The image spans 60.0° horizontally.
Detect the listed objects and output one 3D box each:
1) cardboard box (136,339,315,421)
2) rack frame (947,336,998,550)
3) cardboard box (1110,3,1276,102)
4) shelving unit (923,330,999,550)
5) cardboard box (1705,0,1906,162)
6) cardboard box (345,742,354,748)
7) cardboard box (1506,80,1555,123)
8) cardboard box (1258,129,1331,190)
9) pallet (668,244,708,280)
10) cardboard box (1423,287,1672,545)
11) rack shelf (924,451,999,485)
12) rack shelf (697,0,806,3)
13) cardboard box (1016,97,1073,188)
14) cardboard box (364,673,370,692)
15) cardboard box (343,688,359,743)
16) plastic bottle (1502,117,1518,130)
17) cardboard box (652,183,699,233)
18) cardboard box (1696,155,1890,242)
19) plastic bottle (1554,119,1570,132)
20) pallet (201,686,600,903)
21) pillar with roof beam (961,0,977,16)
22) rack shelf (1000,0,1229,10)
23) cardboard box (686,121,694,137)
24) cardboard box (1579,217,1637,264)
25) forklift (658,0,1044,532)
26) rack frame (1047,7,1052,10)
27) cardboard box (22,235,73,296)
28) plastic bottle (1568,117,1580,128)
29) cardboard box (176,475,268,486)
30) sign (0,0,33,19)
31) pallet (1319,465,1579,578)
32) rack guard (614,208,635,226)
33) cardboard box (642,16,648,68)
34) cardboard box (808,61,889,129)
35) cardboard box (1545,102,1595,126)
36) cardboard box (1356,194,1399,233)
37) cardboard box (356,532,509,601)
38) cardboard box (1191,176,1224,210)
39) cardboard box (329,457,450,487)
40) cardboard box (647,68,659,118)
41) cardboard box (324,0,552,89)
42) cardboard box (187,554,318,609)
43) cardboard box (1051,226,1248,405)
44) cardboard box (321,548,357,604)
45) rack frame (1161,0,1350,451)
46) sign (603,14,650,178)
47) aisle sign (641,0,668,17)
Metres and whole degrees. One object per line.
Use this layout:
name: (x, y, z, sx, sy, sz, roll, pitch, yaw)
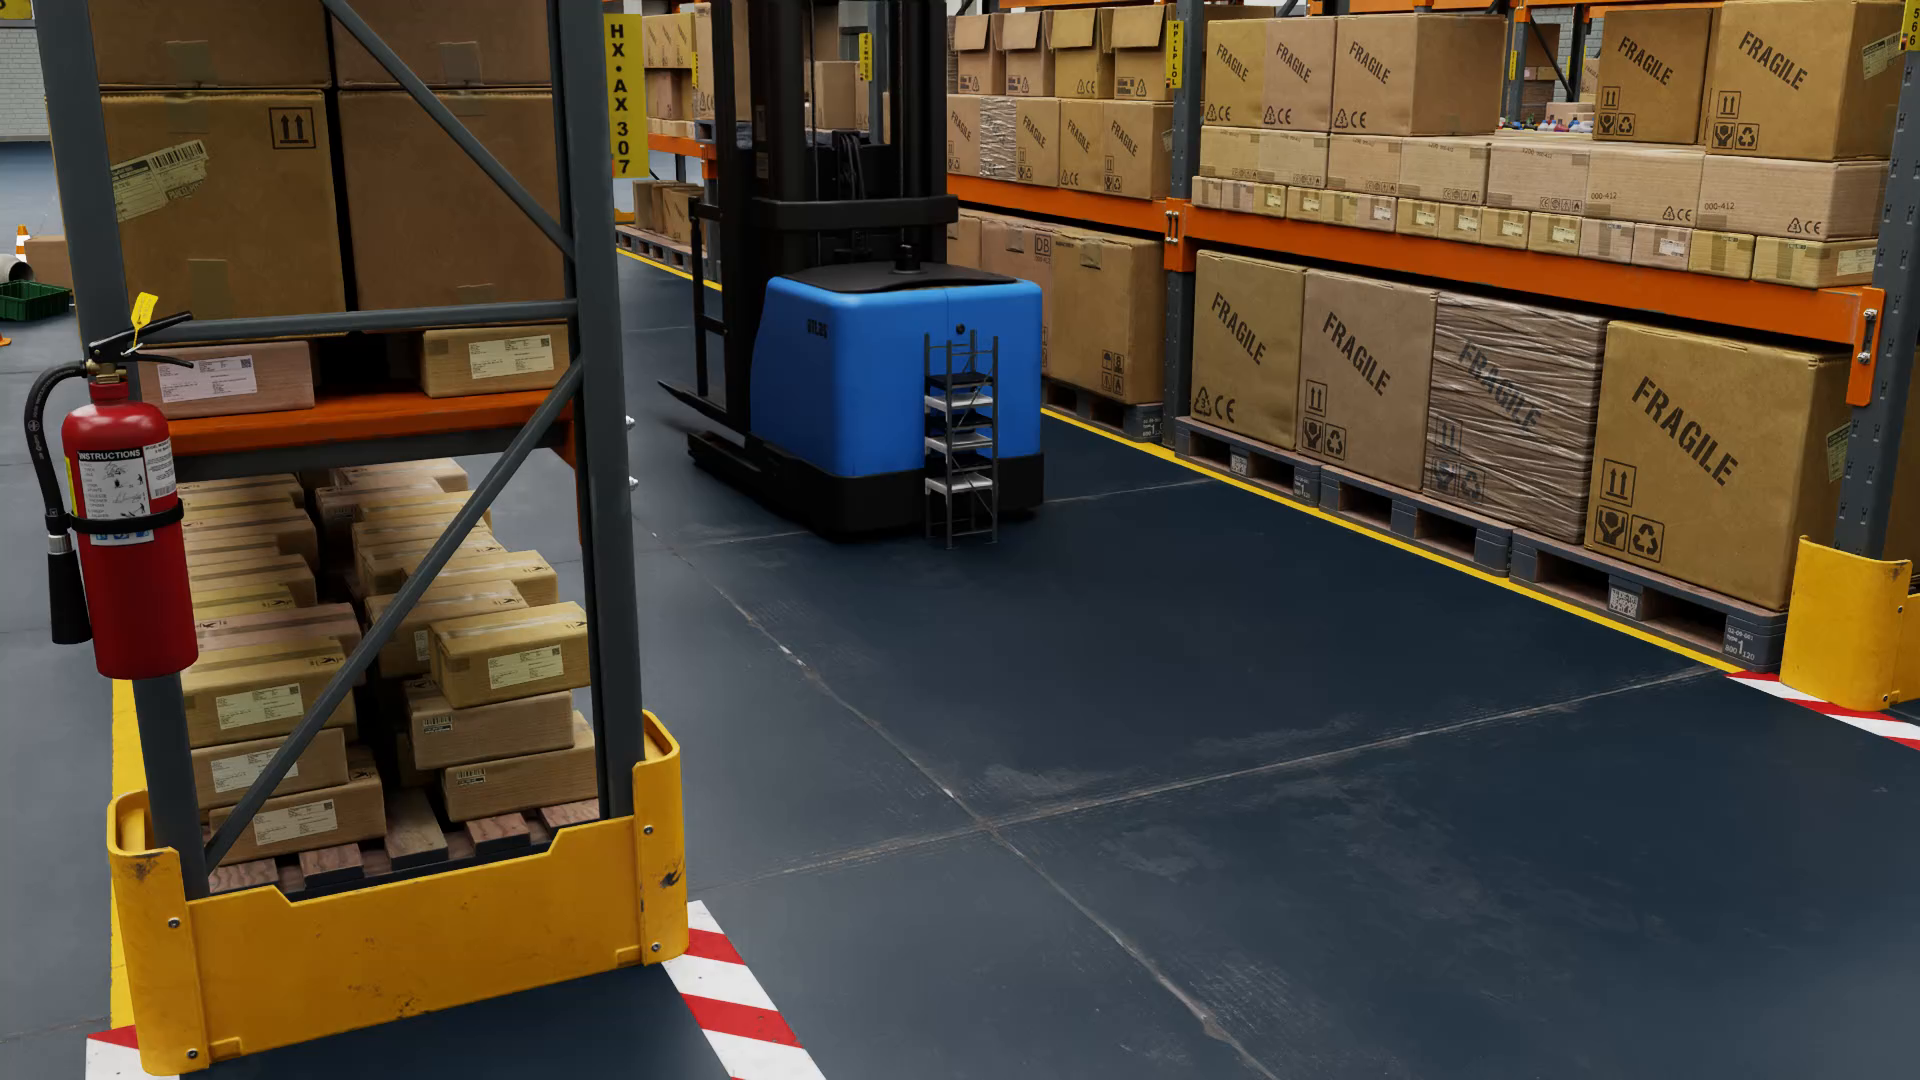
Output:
cardboard box: (-1.580, -0.355, 3.504, 0.380, 0.149, 0.250, -8, 18, -25)
rack frame: (0.052, -0.405, 7.030, 0.240, 0.900, 0.006, -8, 18, -27)
cardboard box: (1.280, -2.682, 9.160, 0.797, 0.503, 0.637, -8, 18, -26)
shelving unit: (0.005, -0.430, 7.117, 0.258, 0.900, 0.210, -8, 18, -27)
cardboard box: (2.870, -1.523, 5.494, 0.500, 0.500, 0.500, -7, 18, -24)
cardboard box: (-1.843, 0.507, 4.453, 0.380, 0.149, 0.250, -8, 18, -25)
cardboard box: (6.769, -5.332, 20.212, 0.700, 0.500, 0.500, -8, 18, -26)
cardboard box: (1.751, -1.794, 7.796, 0.500, 0.250, 0.500, -8, 18, -25)
pallet: (-2.263, -2.800, 16.627, 1.003, 0.211, 1.213, -8, 18, -25)
cardboard box: (2.569, -0.558, 6.849, 0.875, 0.875, 0.875, -8, 18, -25)
rack shelf: (0.005, -0.311, 7.151, 0.258, 0.077, 0.200, -8, 18, -27)
rack shelf: (-1.061, -4.579, 13.634, 1.077, 0.370, 4.000, -8, 18, -25)
cardboard box: (0.671, -2.378, 9.918, 0.500, 0.500, 0.500, -8, 18, -26)
cardboard box: (-1.639, 0.327, 5.080, 0.380, 0.149, 0.250, -8, 18, -25)
cardboard box: (-1.737, 0.429, 4.185, 0.380, 0.149, 0.250, -8, 18, -26)
plastic bottle: (4.387, -3.229, 13.277, 0.061, 0.283, 0.133, -8, 18, -25)
cardboard box: (-3.138, -3.670, 18.371, 0.500, 0.500, 0.500, -3, 16, -10)
cardboard box: (2.869, -1.162, 5.595, 0.500, 0.250, 0.500, -8, 18, -26)
plastic bottle: (4.632, -3.091, 12.794, 0.061, 0.283, 0.133, -8, 18, -25)
pallet: (-1.541, 0.687, 4.474, 1.003, 0.211, 1.213, -8, 18, -25)
pillar with roof beam: (-3.631, -15.011, 43.247, 9.100, 9.000, 0.400, -8, 18, -25)
rack shelf: (1.639, -6.169, 19.176, 1.077, 0.370, 4.000, -8, 18, -25)
cardboard box: (-2.452, -4.008, 16.235, 0.380, 0.149, 0.250, -8, 18, -25)
cardboard box: (2.534, -1.120, 6.170, 0.380, 0.149, 0.250, -7, 18, -24)
forklift: (-0.755, -1.802, 8.216, 1.130, 2.935, 3.031, -8, 18, -27)
rack frame: (0.763, -5.569, 21.218, 1.000, 3.000, 0.127, -8, 18, -25)
cardboard box: (-8.043, -2.465, 14.929, 0.500, 0.500, 0.500, -5, 17, -15)
plastic bottle: (5.049, -3.338, 13.679, 0.097, 0.271, 0.097, 0, 16, 0)
cardboard box: (-2.576, -0.160, 5.700, 0.380, 0.149, 0.250, -7, 18, -24)
sign: (-1.691, -1.075, 2.887, 0.100, 0.325, 0.005, -8, 18, -25)
pallet: (2.369, -0.154, 7.403, 1.003, 0.211, 1.213, -8, 18, -25)
rack guard: (-3.656, -3.750, 19.412, 1.175, 0.500, 0.348, -8, 18, -25)
cardboard box: (-3.036, -5.101, 17.054, 0.500, 0.500, 0.500, -8, 18, -25)
cardboard box: (-0.792, -3.492, 13.039, 0.700, 0.500, 0.500, -5, 17, -17)
cardboard box: (7.224, -4.986, 19.459, 0.500, 0.250, 0.500, -6, 17, -21)
cardboard box: (1.966, -1.439, 7.283, 0.380, 0.149, 0.250, -7, 18, -24)
cardboard box: (-1.514, 0.100, 4.794, 0.380, 0.149, 0.250, -9, 18, -28)
cardboard box: (1.398, -1.761, 8.403, 0.380, 0.149, 0.250, -8, 18, -25)
cardboard box: (-2.037, -0.232, 5.950, 0.380, 0.149, 0.250, -9, 18, -28)
cardboard box: (-2.758, -4.658, 17.323, 0.875, 0.500, 0.500, -8, 18, -25)
cardboard box: (-1.141, -1.244, 3.614, 0.500, 0.500, 0.500, -8, 18, -25)
cardboard box: (-1.985, 0.163, 4.573, 0.380, 0.149, 0.250, -8, 18, -27)
cardboard box: (1.269, -1.332, 9.544, 1.225, 0.875, 0.875, -8, 18, -25)
cardboard box: (-1.810, 0.118, 5.270, 0.380, 0.149, 0.250, -7, 17, -22)
rack frame: (1.567, -1.995, 8.764, 1.000, 3.000, 0.127, -8, 18, -25)
sign: (-0.695, -0.910, 3.416, 0.100, 0.325, 0.005, -8, 18, -25)
aisle sign: (-3.447, -6.272, 18.954, 0.394, 0.787, 0.004, -8, 18, -25)
